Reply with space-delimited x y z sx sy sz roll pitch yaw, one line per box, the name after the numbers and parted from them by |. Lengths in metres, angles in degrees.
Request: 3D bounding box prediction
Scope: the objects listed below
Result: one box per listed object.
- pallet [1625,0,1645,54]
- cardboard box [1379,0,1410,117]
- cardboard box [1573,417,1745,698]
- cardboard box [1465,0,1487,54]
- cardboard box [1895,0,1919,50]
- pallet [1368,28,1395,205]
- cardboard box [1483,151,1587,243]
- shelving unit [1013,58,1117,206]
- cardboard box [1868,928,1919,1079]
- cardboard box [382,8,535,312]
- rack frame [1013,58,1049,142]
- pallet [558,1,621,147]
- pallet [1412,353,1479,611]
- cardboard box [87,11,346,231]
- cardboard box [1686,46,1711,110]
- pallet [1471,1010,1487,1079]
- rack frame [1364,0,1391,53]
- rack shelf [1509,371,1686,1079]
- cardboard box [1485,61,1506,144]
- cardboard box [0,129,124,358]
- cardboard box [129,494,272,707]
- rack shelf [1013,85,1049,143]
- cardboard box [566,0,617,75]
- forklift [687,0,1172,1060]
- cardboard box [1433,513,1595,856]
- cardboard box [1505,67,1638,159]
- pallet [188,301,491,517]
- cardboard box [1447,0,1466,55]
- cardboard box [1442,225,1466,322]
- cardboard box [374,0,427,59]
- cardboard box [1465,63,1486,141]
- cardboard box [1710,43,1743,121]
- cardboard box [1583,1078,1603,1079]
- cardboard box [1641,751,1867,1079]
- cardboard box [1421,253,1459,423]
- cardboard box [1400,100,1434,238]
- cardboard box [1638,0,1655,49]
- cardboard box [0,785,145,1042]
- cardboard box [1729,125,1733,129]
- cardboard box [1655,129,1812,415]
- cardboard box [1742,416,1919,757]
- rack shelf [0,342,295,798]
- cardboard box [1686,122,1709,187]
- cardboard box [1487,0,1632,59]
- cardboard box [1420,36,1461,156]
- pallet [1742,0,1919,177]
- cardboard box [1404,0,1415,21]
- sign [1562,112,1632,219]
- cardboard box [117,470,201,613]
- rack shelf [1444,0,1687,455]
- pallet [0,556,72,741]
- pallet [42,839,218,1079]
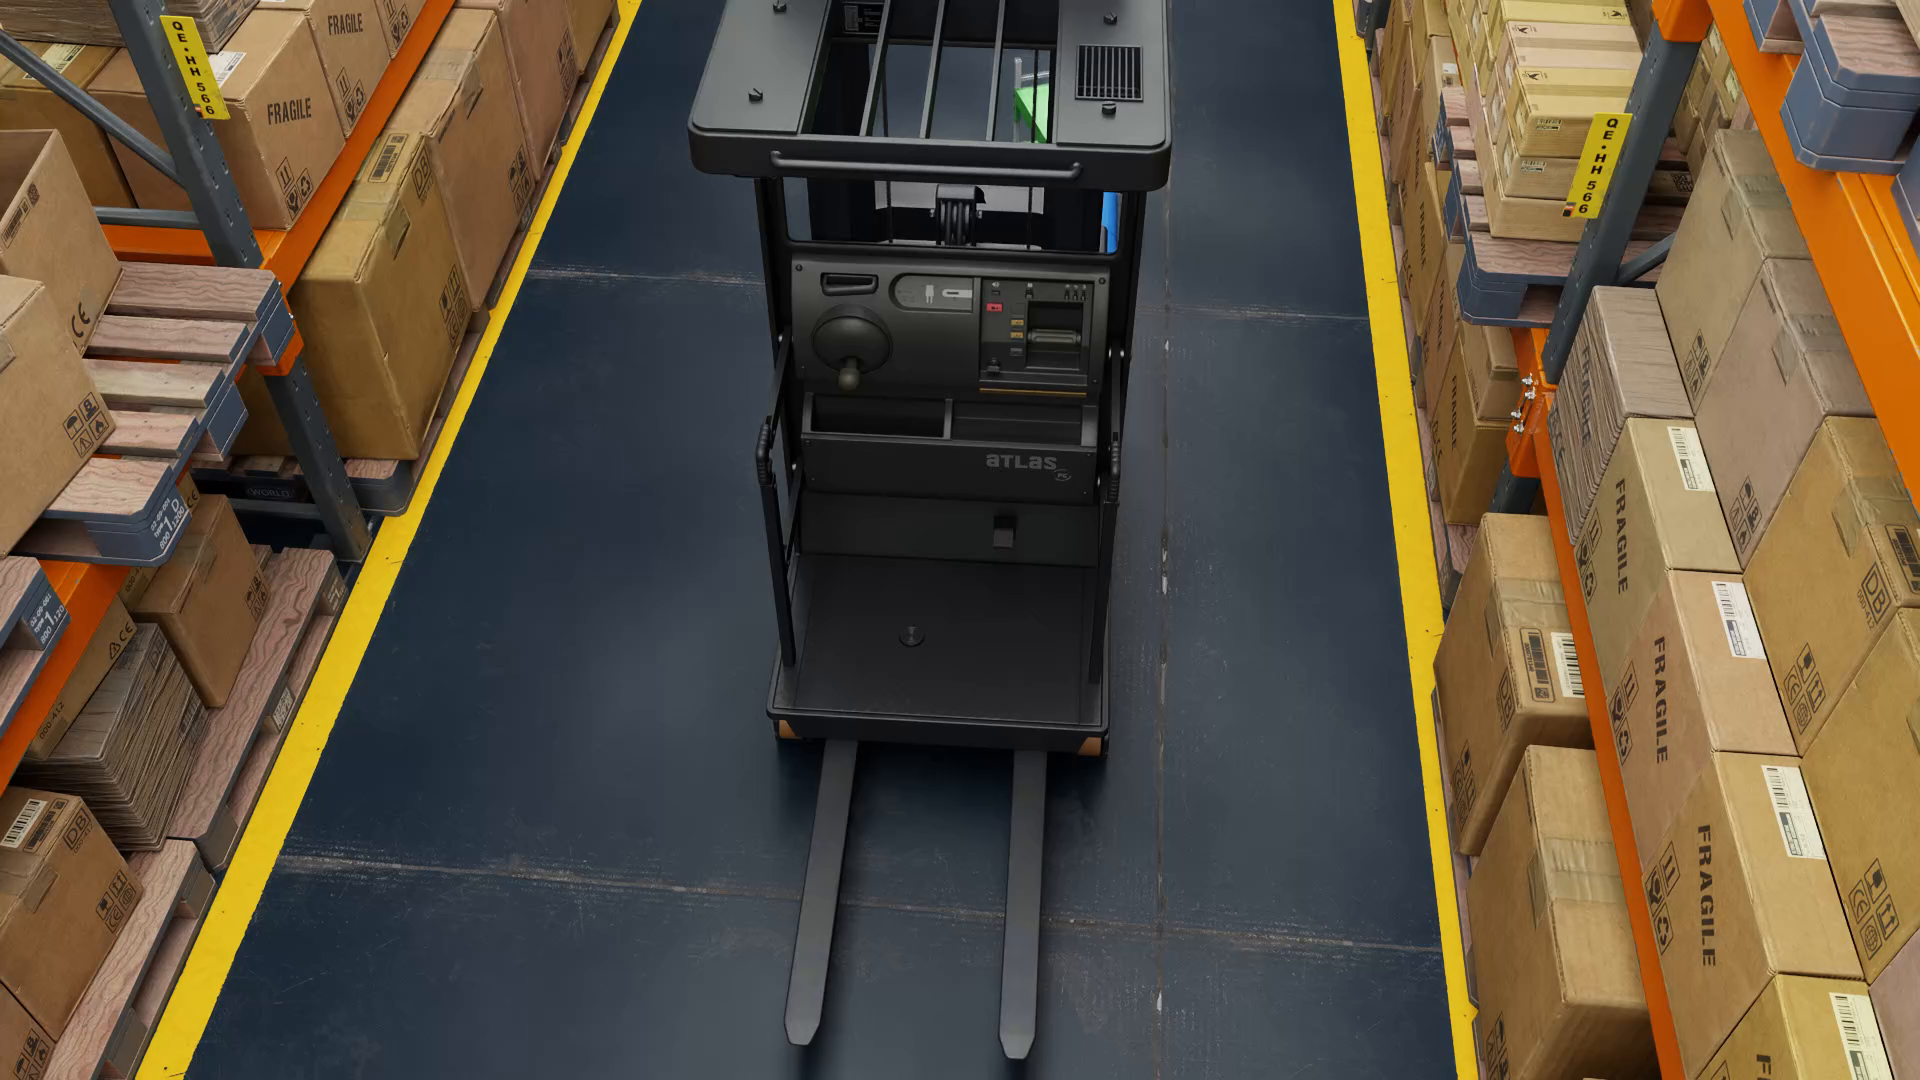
2.363 -1.984 6.161 1.003 0.211 1.213 4 48 4 | pallet
2.256 -2.303 7.733 0.500 0.500 0.500 6 48 5 | cardboard box
1.870 0.061 4.094 0.500 0.500 0.500 3 48 3 | cardboard box
1.882 -1.715 5.470 0.380 0.149 0.250 4 48 4 | cardboard box
1.892 -0.843 2.705 0.500 0.250 0.500 5 48 5 | cardboard box
2.518 -2.017 7.952 1.003 0.211 1.213 4 48 4 | pallet
1.810 -1.041 5.055 0.380 0.149 0.250 5 48 4 | cardboard box
0.400 -1.261 6.591 0.258 1.200 0.503 -13 49 -12 | shelving unit
1.989 0.863 2.683 0.700 0.500 0.500 4 48 4 | cardboard box
-2.534 -1.584 6.821 1.225 0.875 0.875 4 48 4 | cardboard box
0.327 -1.433 6.748 0.240 1.200 0.015 -13 49 -12 | rack frame
-2.338 -2.425 8.325 1.003 0.211 1.213 4 48 4 | pallet
2.296 -0.224 6.312 1.003 0.211 1.213 4 48 4 | pallet
-2.392 -1.371 5.404 0.500 0.500 0.500 5 48 5 | cardboard box
2.511 -1.486 5.260 0.380 0.149 0.250 3 48 2 | cardboard box
1.963 1.819 4.444 1.003 0.211 1.213 4 48 4 | pallet
2.588 -3.530 7.446 1.000 3.000 0.127 4 48 4 | rack frame
2.041 1.122 3.679 1.077 0.370 4.000 4 48 4 | rack shelf
1.837 -1.338 5.125 0.380 0.149 0.250 5 48 5 | cardboard box
-2.716 -0.775 4.573 0.500 0.500 0.500 -1 48 -1 | cardboard box
-2.748 0.190 5.439 0.700 0.500 0.500 2 48 1 | cardboard box
0.400 -1.542 6.284 0.258 0.148 0.480 -13 49 -12 | rack shelf
-2.381 -2.891 8.017 1.225 0.875 0.875 4 48 4 | cardboard box
-0.043 -0.525 4.744 1.130 2.935 3.031 3 48 3 | forklift
2.078 0.468 5.029 1.050 0.750 0.750 3 48 3 | cardboard box
1.811 -1.240 4.833 0.380 0.149 0.250 2 48 2 | cardboard box
-2.560 -0.632 6.685 1.003 0.211 1.213 4 48 4 | pallet
1.907 -1.793 5.743 0.380 0.149 0.250 2 48 2 | cardboard box
2.060 -1.034 6.064 0.500 0.250 0.500 4 48 4 | cardboard box
-2.304 -2.127 6.095 0.500 0.500 0.500 3 48 3 | cardboard box
1.858 -1.413 5.395 0.380 0.149 0.250 5 48 4 | cardboard box
2.480 -1.373 4.955 0.380 0.149 0.250 3 48 2 | cardboard box
1.917 1.795 3.815 1.050 0.750 0.750 4 48 4 | cardboard box
1.776 0.797 3.420 0.500 0.500 0.500 3 48 3 | cardboard box
2.074 -0.771 6.332 0.500 0.500 0.500 6 48 5 | cardboard box
2.175 -1.528 7.025 0.500 0.500 0.500 5 48 4 | cardboard box
2.559 -1.753 5.706 0.380 0.149 0.250 5 48 5 | cardboard box
-2.831 1.016 4.684 0.700 0.500 0.500 7 48 7 | cardboard box
2.467 -1.090 4.898 0.380 0.149 0.250 6 48 5 | cardboard box
2.172 -0.633 4.051 0.700 0.500 0.500 4 48 3 | cardboard box
2.083 0.116 3.366 0.700 0.500 0.500 3 48 3 | cardboard box
-2.889 0.714 4.052 1.077 0.370 4.000 4 48 4 | rack shelf
2.490 -1.160 5.164 0.380 0.149 0.250 6 48 5 | cardboard box
1.860 -1.616 5.178 0.380 0.149 0.250 5 48 5 | cardboard box
2.160 -1.790 6.756 0.500 0.250 0.500 6 48 5 | cardboard box
2.217 -1.063 3.284 1.213 0.211 1.003 6 48 5 | pallet
2.257 -2.556 7.456 0.500 0.250 0.500 2 48 2 | cardboard box
1.682 -0.984 4.387 0.100 0.325 0.005 4 48 4 | sign
-2.738 -0.062 5.162 0.500 0.250 0.500 6 48 5 | cardboard box
2.405 -1.818 6.367 1.077 0.370 4.000 4 48 4 | rack shelf
-2.847 0.523 3.868 1.003 0.211 1.213 4 48 4 | pallet
-2.893 1.411 4.817 1.003 0.211 1.213 4 48 4 | pallet
